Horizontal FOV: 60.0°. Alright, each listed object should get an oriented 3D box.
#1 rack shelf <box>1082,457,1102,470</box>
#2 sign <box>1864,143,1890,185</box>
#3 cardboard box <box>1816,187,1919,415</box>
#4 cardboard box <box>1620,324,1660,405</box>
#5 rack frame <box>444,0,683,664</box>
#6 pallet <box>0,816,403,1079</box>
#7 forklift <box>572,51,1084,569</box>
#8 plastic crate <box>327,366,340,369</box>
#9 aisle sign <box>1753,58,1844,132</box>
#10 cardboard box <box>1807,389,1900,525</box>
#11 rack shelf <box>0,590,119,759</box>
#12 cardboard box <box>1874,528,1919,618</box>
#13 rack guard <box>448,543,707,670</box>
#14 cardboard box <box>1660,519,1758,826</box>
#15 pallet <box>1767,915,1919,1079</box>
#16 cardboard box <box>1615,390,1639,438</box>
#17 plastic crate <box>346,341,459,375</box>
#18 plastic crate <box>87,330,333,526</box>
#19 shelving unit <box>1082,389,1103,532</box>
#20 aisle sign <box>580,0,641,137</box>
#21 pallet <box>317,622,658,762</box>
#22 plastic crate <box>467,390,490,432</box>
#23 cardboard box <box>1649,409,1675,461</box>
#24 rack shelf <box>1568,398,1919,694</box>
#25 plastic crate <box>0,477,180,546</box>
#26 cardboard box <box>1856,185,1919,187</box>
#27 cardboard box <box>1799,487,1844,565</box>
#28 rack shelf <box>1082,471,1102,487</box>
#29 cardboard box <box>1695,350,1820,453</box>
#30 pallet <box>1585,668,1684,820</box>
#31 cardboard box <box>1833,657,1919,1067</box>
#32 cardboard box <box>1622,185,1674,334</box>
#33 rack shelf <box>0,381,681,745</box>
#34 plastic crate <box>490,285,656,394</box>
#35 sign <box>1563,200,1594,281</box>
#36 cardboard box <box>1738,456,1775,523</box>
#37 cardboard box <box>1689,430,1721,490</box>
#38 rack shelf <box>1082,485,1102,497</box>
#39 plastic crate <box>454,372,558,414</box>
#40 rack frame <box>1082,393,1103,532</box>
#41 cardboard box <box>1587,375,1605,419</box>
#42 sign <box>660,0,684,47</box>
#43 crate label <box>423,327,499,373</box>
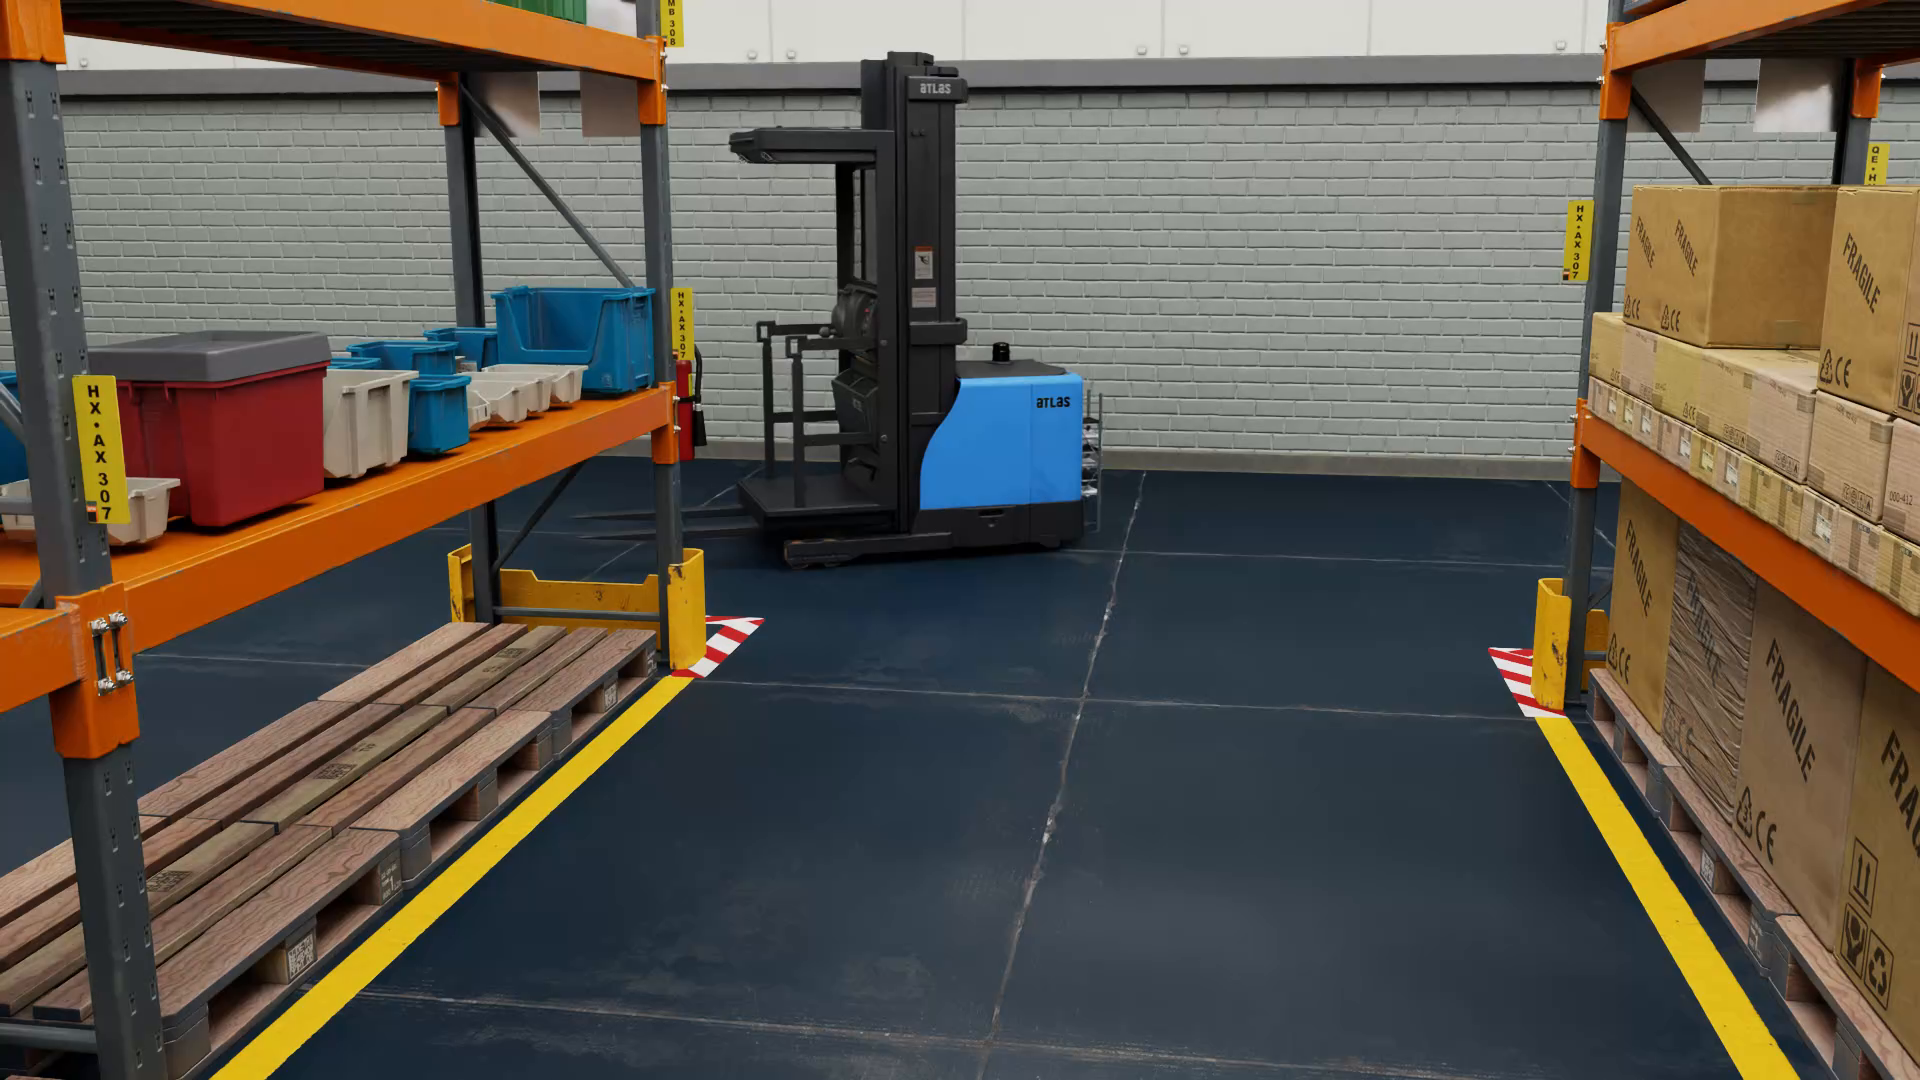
[{"bbox_3d":[0.758,-0.472,10.708,0.258,0.077,0.200,-4,13,-17],"label":"rack shelf"},{"bbox_3d":[3.628,-1.412,6.617,0.100,0.325,0.005,2,12,9],"label":"sign"},{"bbox_3d":[2.366,-0.566,3.868,0.500,0.500,0.500,2,12,9],"label":"cardboard box"},{"bbox_3d":[2.680,-0.624,5.917,0.500,0.250,0.500,2,12,8],"label":"cardboard box"},{"bbox_3d":[-1.800,-0.912,7.603,1.000,3.000,0.127,2,12,9],"label":"rack frame"},{"bbox_3d":[-2.341,1.130,4.750,1.003,0.211,1.213,2,12,9],"label":"pallet"},{"bbox_3d":[-0.815,-1.386,9.968,3.031,2.935,1.130,-4,13,-16],"label":"forklift"},{"bbox_3d":[-2.412,-0.482,5.864,0.416,0.233,0.300,2,12,9],"label":"plastic crate"},{"bbox_3d":[3.401,-2.027,6.609,0.394,0.787,0.004,2,12,9],"label":"aisle sign"},{"bbox_3d":[2.364,-0.199,3.946,0.500,0.250,0.500,2,12,10],"label":"cardboard box"},{"bbox_3d":[-2.723,0.689,1.884,1.077,0.370,4.000,2,12,9],"label":"rack shelf"},{"bbox_3d":[2.241,0.077,3.614,0.380,0.149,0.250,2,12,10],"label":"cardboard box"},{"bbox_3d":[-1.809,0.305,7.892,1.175,0.500,0.348,2,12,9],"label":"rack guard"},{"bbox_3d":[2.934,0.407,5.529,0.875,0.875,0.875,2,12,9],"label":"cardboard box"},{"bbox_3d":[2.673,1.289,4.012,1.003,0.211,1.213,2,12,9],"label":"pallet"},{"bbox_3d":[2.636,-0.458,6.096,0.380,0.149,0.250,2,12,7],"label":"cardboard box"},{"bbox_3d":[-2.265,-0.681,6.790,0.416,0.233,0.300,2,12,9],"label":"plastic crate"},{"bbox_3d":[-2.030,-0.317,4.551,0.402,0.464,0.583,2,12,9],"label":"plastic crate"},{"bbox_3d":[0.758,-0.505,10.701,0.258,0.900,0.210,-4,13,-17],"label":"shelving unit"},{"bbox_3d":[-1.500,-2.188,7.355,0.394,0.787,0.004,2,12,9],"label":"aisle sign"},{"bbox_3d":[-1.965,0.622,7.106,1.003,0.211,1.213,2,12,9],"label":"pallet"},{"bbox_3d":[-1.852,-0.456,5.971,0.298,0.136,0.250,2,12,9],"label":"plastic crate"},{"bbox_3d":[2.557,-0.351,5.599,0.380,0.149,0.250,2,12,8],"label":"cardboard box"},{"bbox_3d":[2.786,0.017,5.003,1.077,0.370,4.000,2,12,9],"label":"rack shelf"},{"bbox_3d":[-2.203,-0.072,4.189,0.396,0.136,0.243,2,12,9],"label":"plastic crate"},{"bbox_3d":[3.279,-1.080,6.254,0.500,0.500,0.500,2,12,9],"label":"cardboard box"},{"bbox_3d":[2.320,-0.030,4.110,0.380,0.149,0.250,2,12,10],"label":"cardboard box"},{"bbox_3d":[0.758,-0.384,10.727,0.258,0.077,0.200,-4,13,-17],"label":"rack shelf"},{"bbox_3d":[2.524,-0.410,4.927,0.500,0.250,0.500,2,12,8],"label":"cardboard box"},{"bbox_3d":[3.048,0.781,6.368,1.003,0.211,1.213,2,12,9],"label":"pallet"},{"bbox_3d":[2.659,0.780,3.800,0.875,0.875,0.875,2,12,9],"label":"cardboard box"},{"bbox_3d":[2.676,-0.995,5.858,0.500,0.500,0.500,2,12,7],"label":"cardboard box"},{"bbox_3d":[-2.108,-0.144,5.747,1.077,0.370,4.000,2,12,9],"label":"rack shelf"},{"bbox_3d":[-1.667,-0.882,7.242,0.616,0.435,0.499,2,12,9],"label":"plastic crate"},{"bbox_3d":[2.546,-1.232,6.848,0.100,0.325,0.005,2,12,9],"label":"sign"},{"bbox_3d":[2.399,-0.137,4.607,0.380,0.149,0.250,2,12,8],"label":"cardboard box"},{"bbox_3d":[2.478,-0.245,5.106,0.380,0.149,0.250,2,12,7],"label":"cardboard box"},{"bbox_3d":[0.758,-0.296,10.746,0.258,0.077,0.200,-4,13,-17],"label":"rack shelf"},{"bbox_3d":[-1.806,-0.577,6.532,0.396,0.136,0.243,2,12,9],"label":"plastic crate"},{"bbox_3d":[0.788,-0.485,10.606,0.240,0.900,0.006,-4,13,-17],"label":"rack frame"},{"bbox_3d":[2.713,-0.565,6.592,0.380,0.149,0.250,2,12,9],"label":"cardboard box"},{"bbox_3d":[-1.254,-2.312,7.231,0.100,0.325,0.005,2,12,9],"label":"sign"},{"bbox_3d":[-2.164,-0.818,7.426,0.416,0.233,0.303,2,12,9],"label":"crate label"}]
